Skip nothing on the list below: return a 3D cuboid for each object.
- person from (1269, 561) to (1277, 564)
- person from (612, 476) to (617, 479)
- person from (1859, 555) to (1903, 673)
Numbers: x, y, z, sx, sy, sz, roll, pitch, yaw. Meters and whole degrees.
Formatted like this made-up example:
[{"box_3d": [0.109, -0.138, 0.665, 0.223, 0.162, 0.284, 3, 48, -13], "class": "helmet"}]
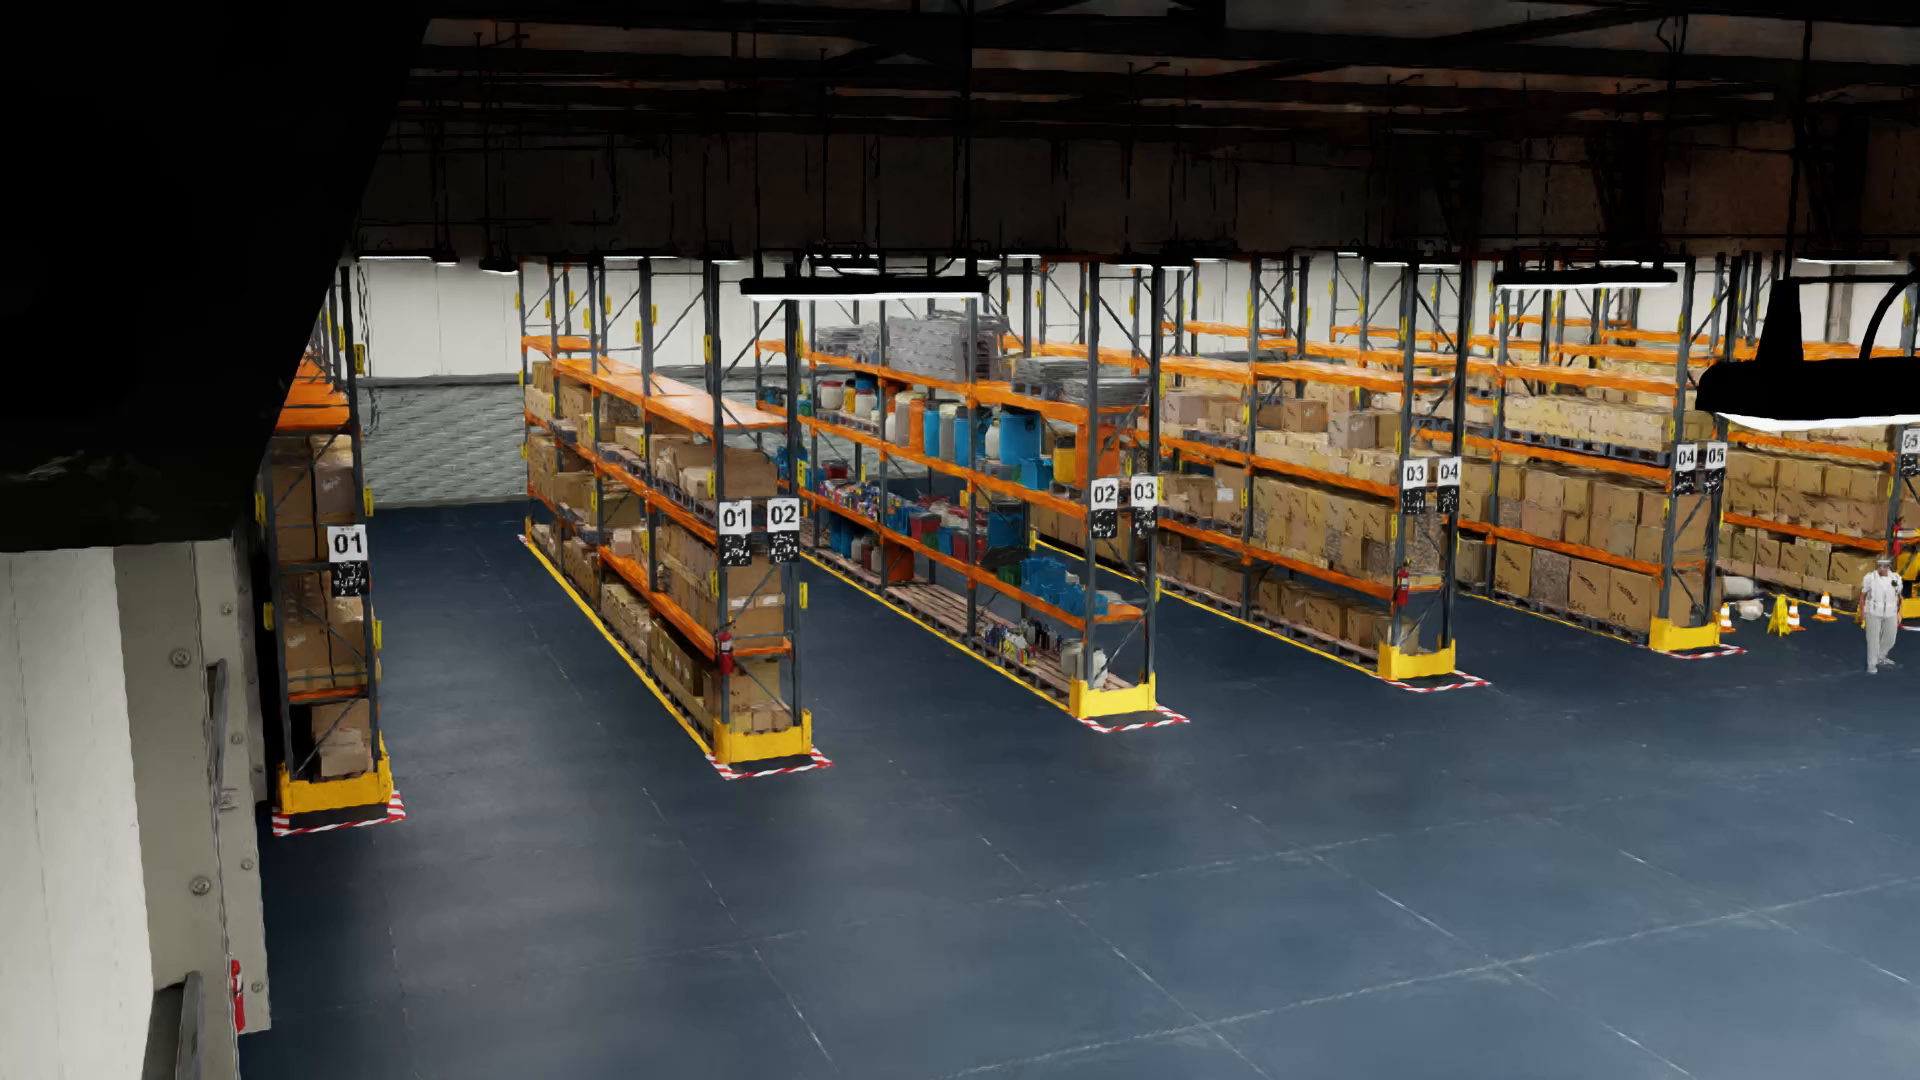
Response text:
[{"box_3d": [6.304, -0.340, 32.114, 0.736, 1.715, 0.904, -3, 11, -17], "class": "person"}, {"box_3d": [-7.574, -1.164, 36.751, 0.523, 1.650, 0.683, 2, 11, 10], "class": "person"}, {"box_3d": [13.544, 1.055, 24.469, 0.598, 1.741, 0.579, 3, 11, 14], "class": "person"}]
